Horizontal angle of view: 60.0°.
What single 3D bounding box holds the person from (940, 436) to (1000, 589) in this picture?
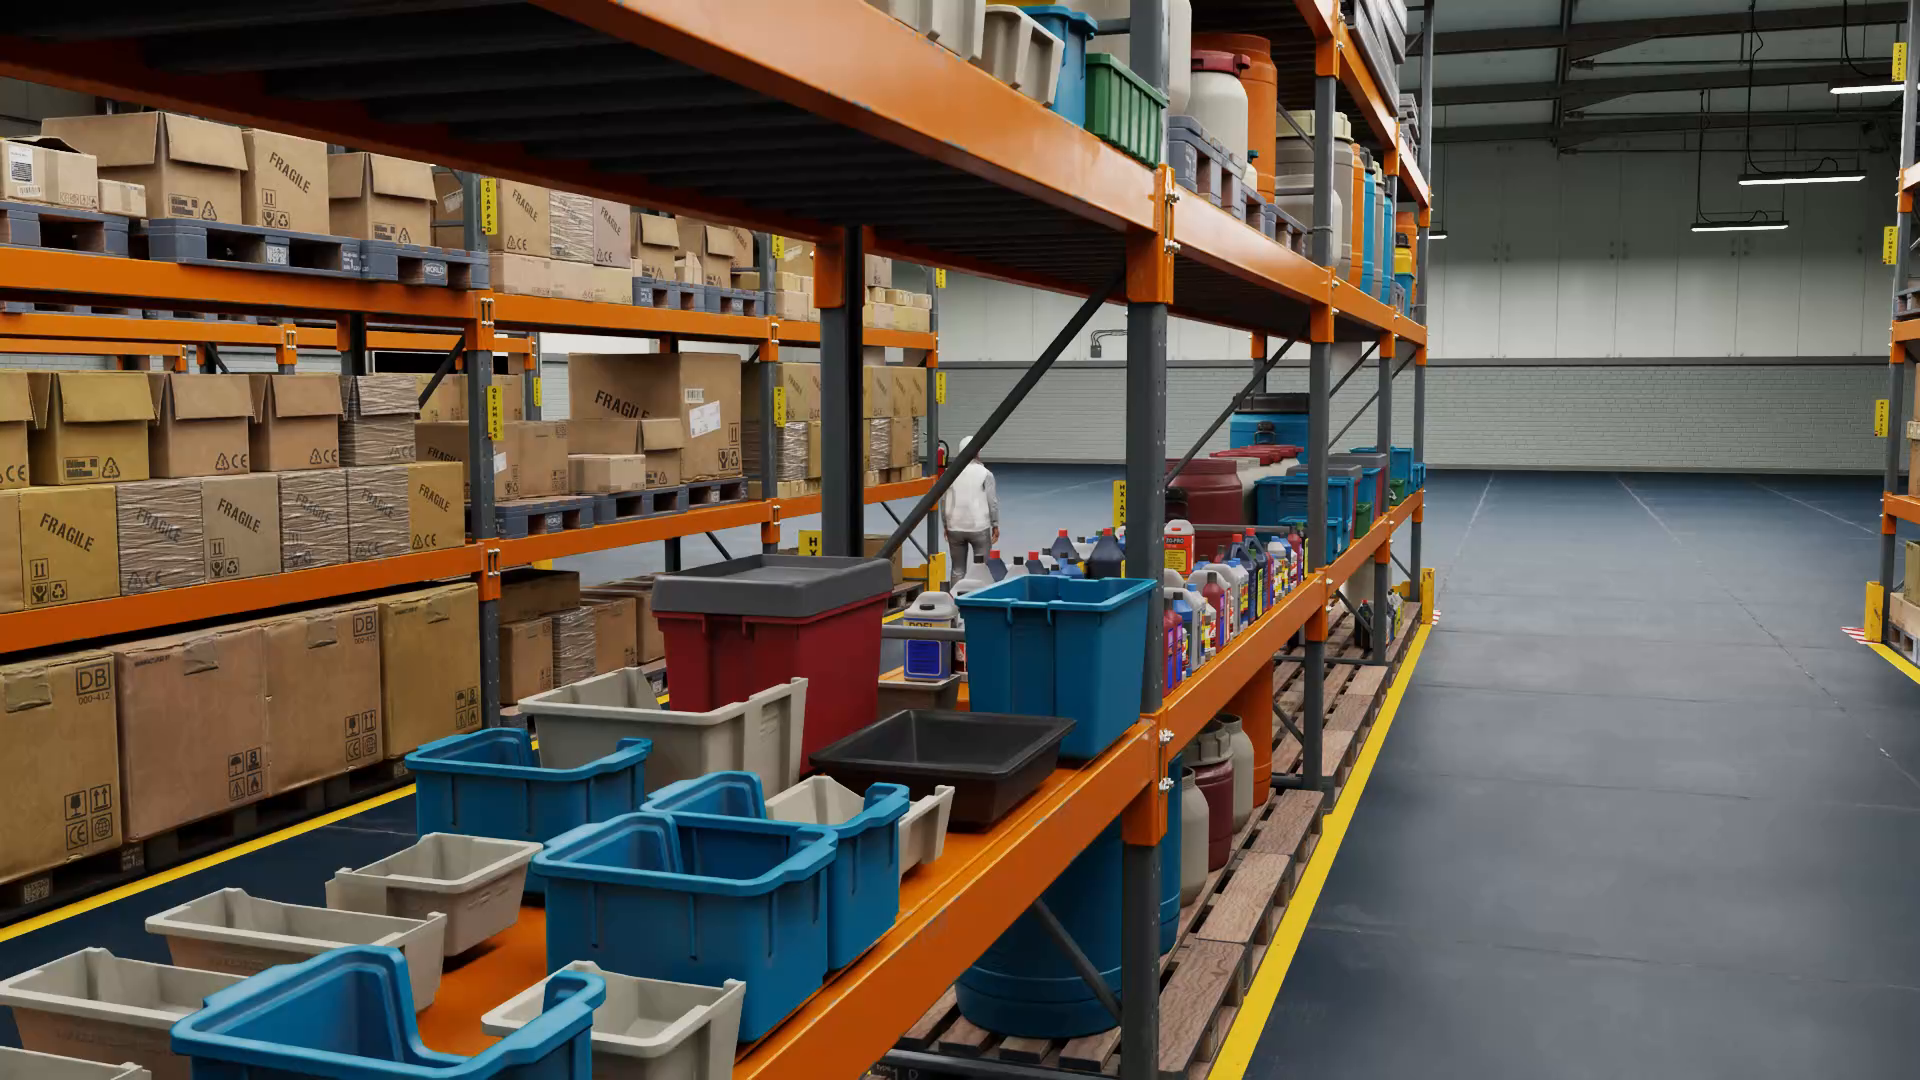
[{"bbox_3d":[0.100,-0.119,16.152,0.581,1.771,0.461,2,5,17],"label":"person"}]
